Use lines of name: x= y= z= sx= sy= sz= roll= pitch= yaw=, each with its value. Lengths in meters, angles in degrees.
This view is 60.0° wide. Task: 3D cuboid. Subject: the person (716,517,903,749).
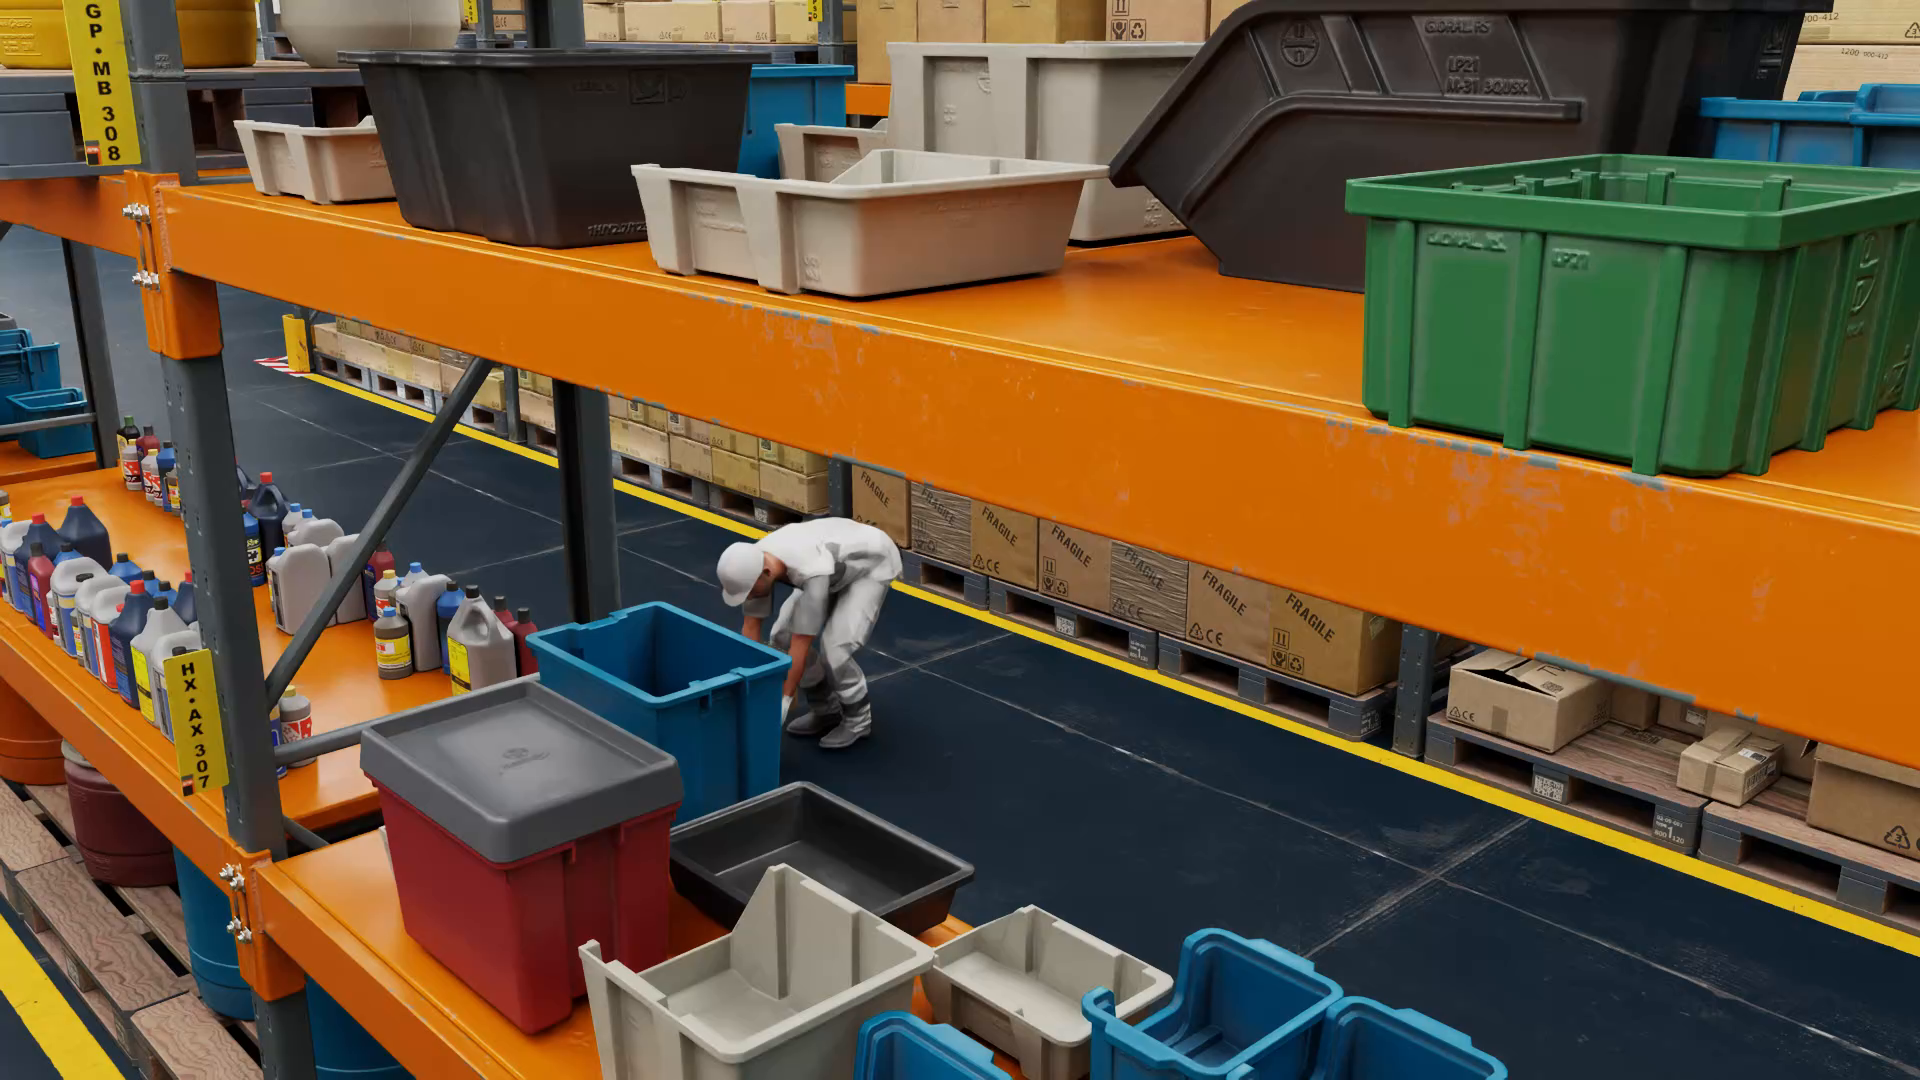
person: x=-0.677 y=0.427 z=7.389 sx=0.517 sy=1.039 sz=0.958 roll=16 pitch=23 yaw=41
